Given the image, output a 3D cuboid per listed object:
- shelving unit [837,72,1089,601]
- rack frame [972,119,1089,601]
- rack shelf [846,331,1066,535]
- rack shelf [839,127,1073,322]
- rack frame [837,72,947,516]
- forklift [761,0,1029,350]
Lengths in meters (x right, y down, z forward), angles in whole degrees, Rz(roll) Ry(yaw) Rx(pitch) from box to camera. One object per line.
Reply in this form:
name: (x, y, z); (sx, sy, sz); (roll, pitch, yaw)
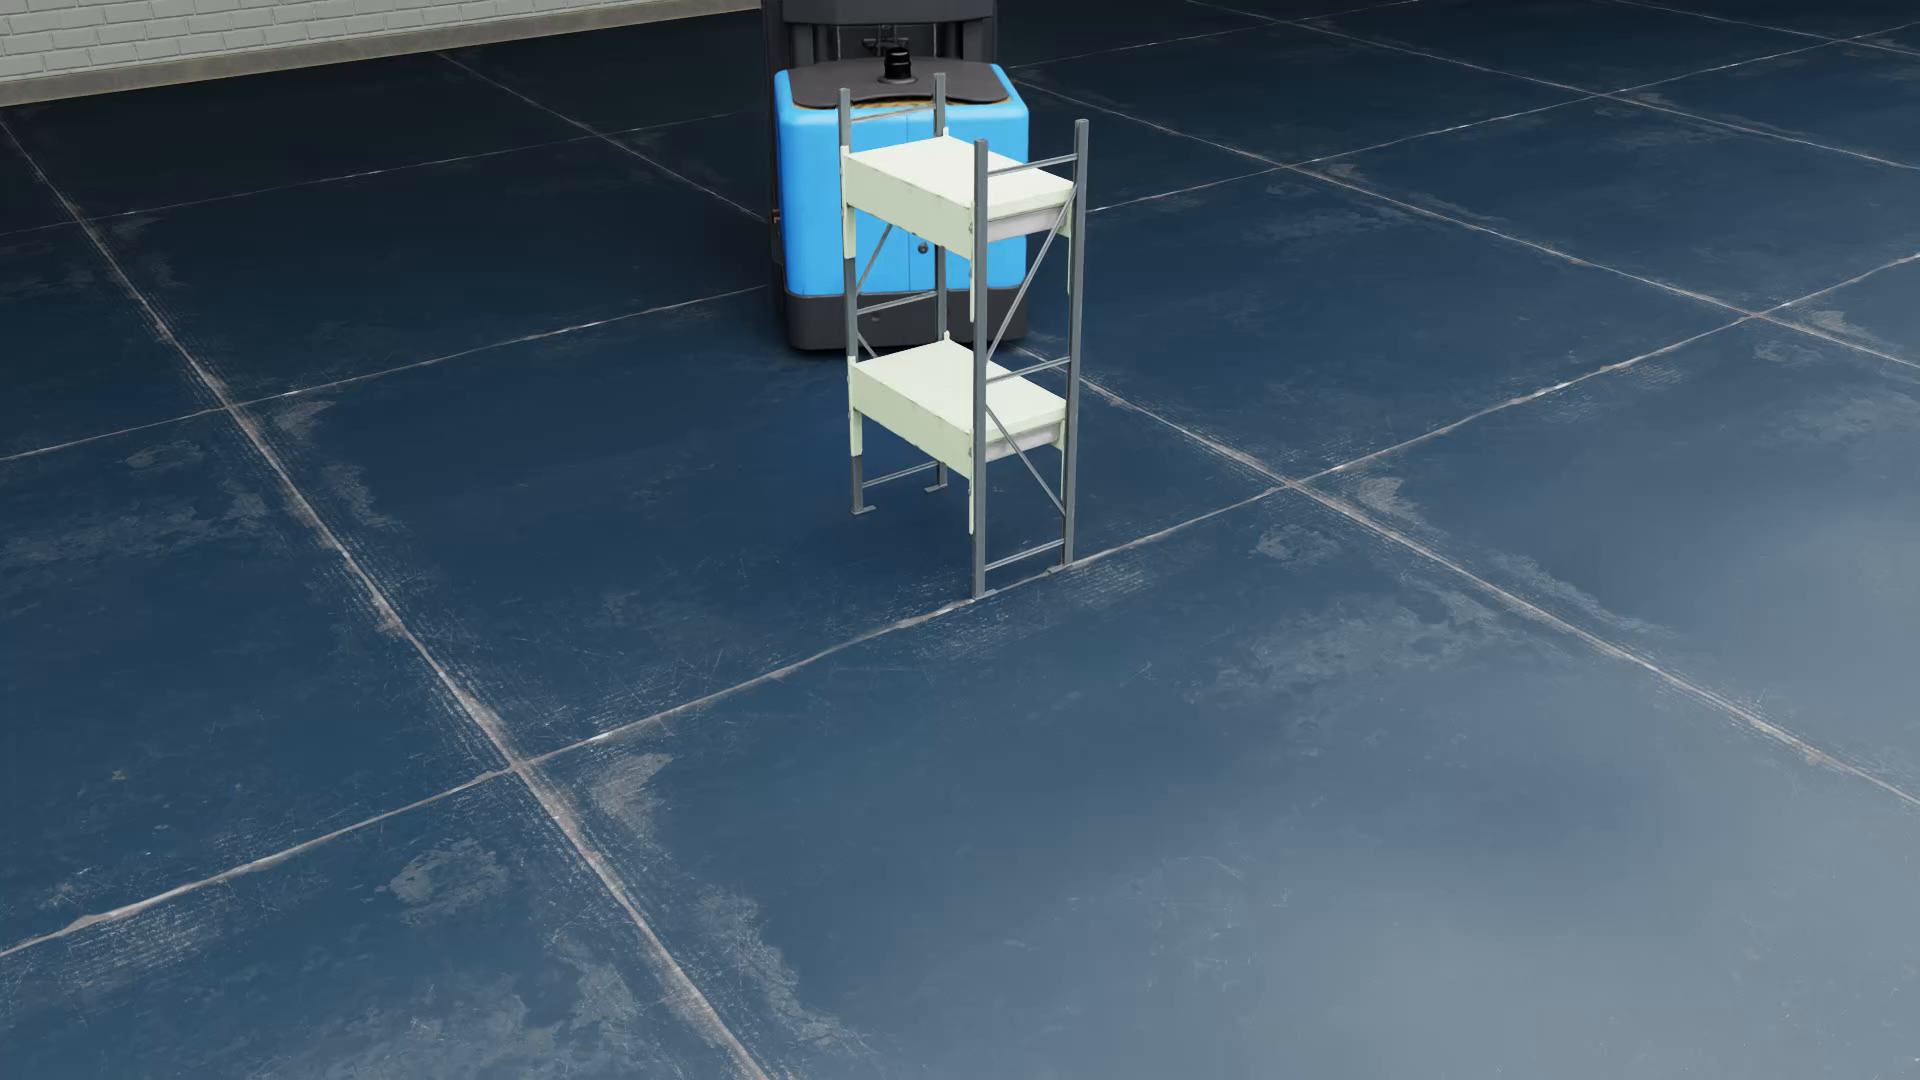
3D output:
shelving unit: (-0.004, -0.662, 5.397); (0.431, 1.500, 0.755); (-19, 34, -31)
rack frame: (0.208, -0.519, 5.135); (0.400, 1.500, 0.023); (-19, 34, -31)
rack shelf: (-0.004, -0.375, 5.552); (0.431, 0.370, 0.720); (-19, 34, -31)
rack shelf: (-0.004, -1.005, 5.211); (0.431, 0.370, 0.720); (-19, 34, -31)
rack frame: (-0.216, -0.804, 5.659); (0.400, 1.500, 0.023); (-19, 34, -31)
forklift: (-0.405, -2.778, 7.793); (1.130, 2.935, 3.031); (-4, 29, -6)
